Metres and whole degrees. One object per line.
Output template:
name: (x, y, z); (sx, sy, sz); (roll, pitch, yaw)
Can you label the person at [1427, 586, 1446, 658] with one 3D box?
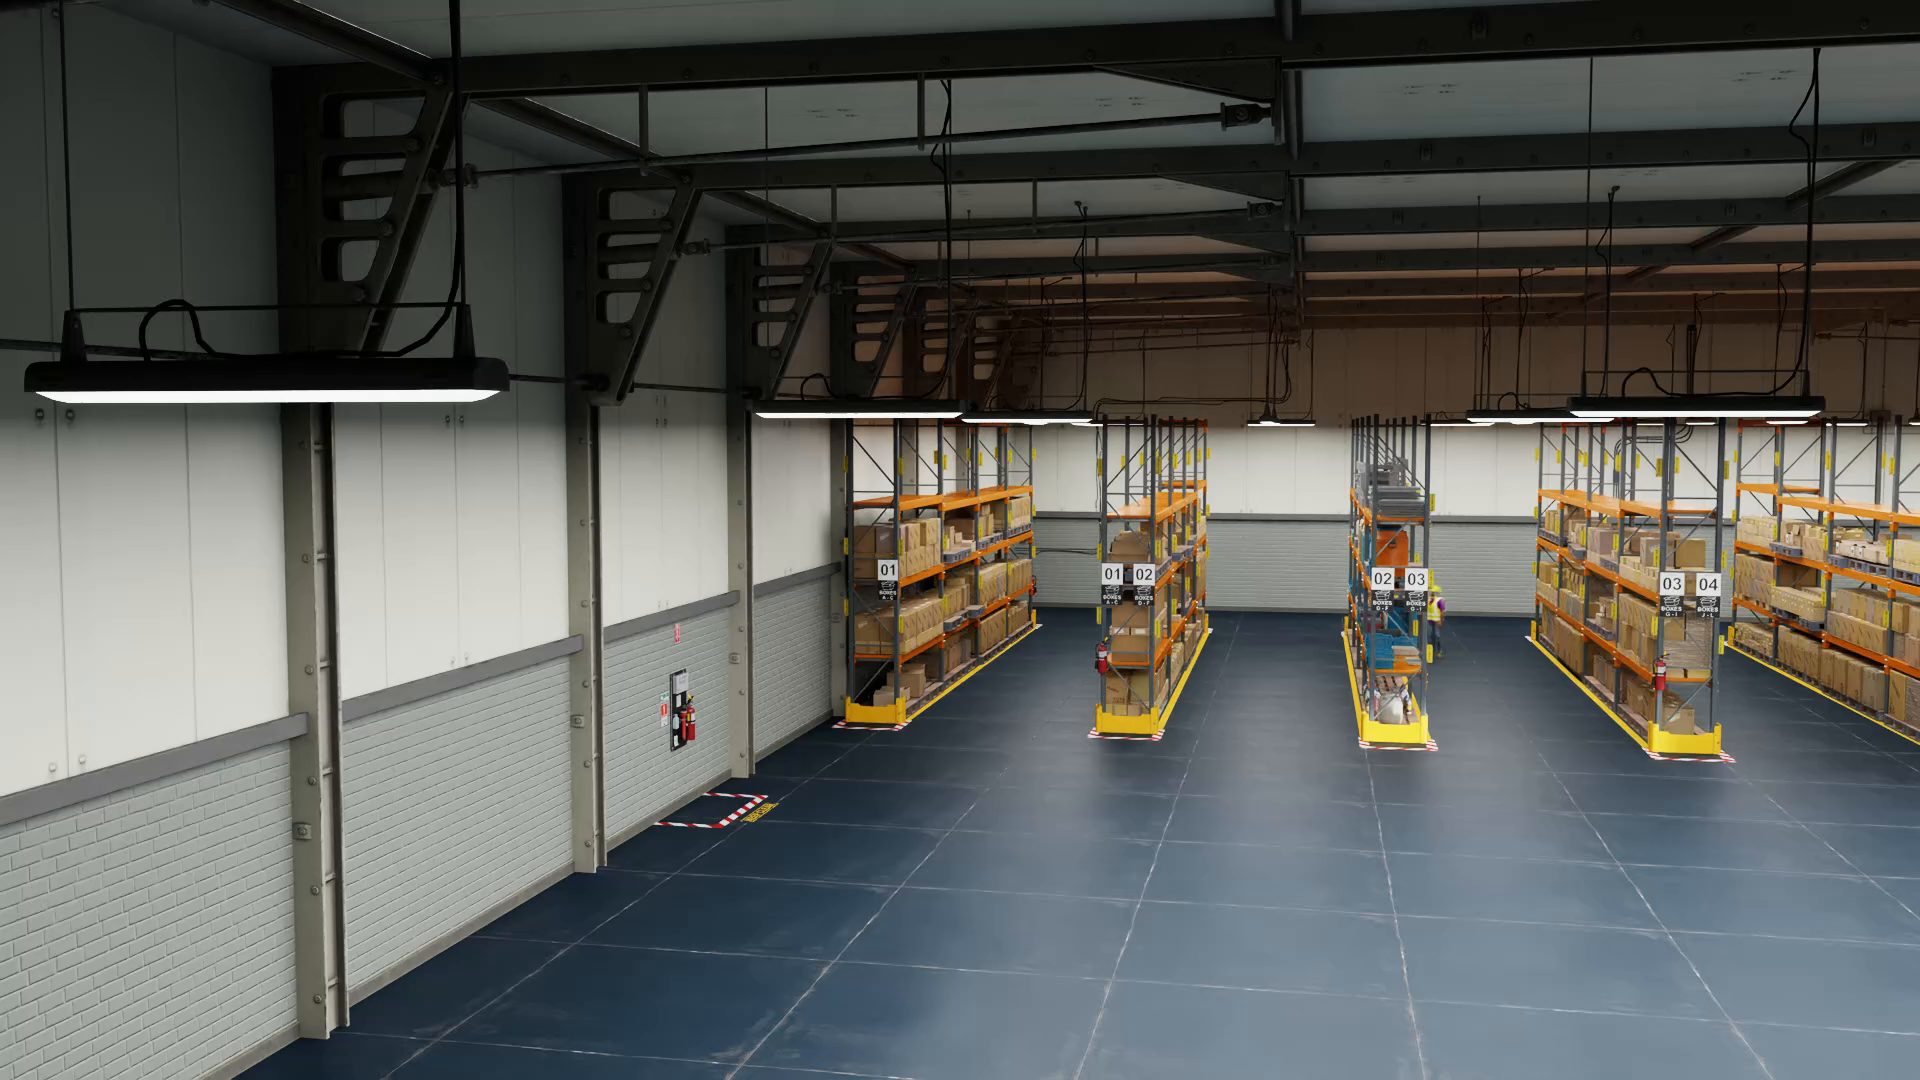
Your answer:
person: (11.986, 2.056, 41.894); (0.401, 1.797, 0.559); (-3, 5, -40)
